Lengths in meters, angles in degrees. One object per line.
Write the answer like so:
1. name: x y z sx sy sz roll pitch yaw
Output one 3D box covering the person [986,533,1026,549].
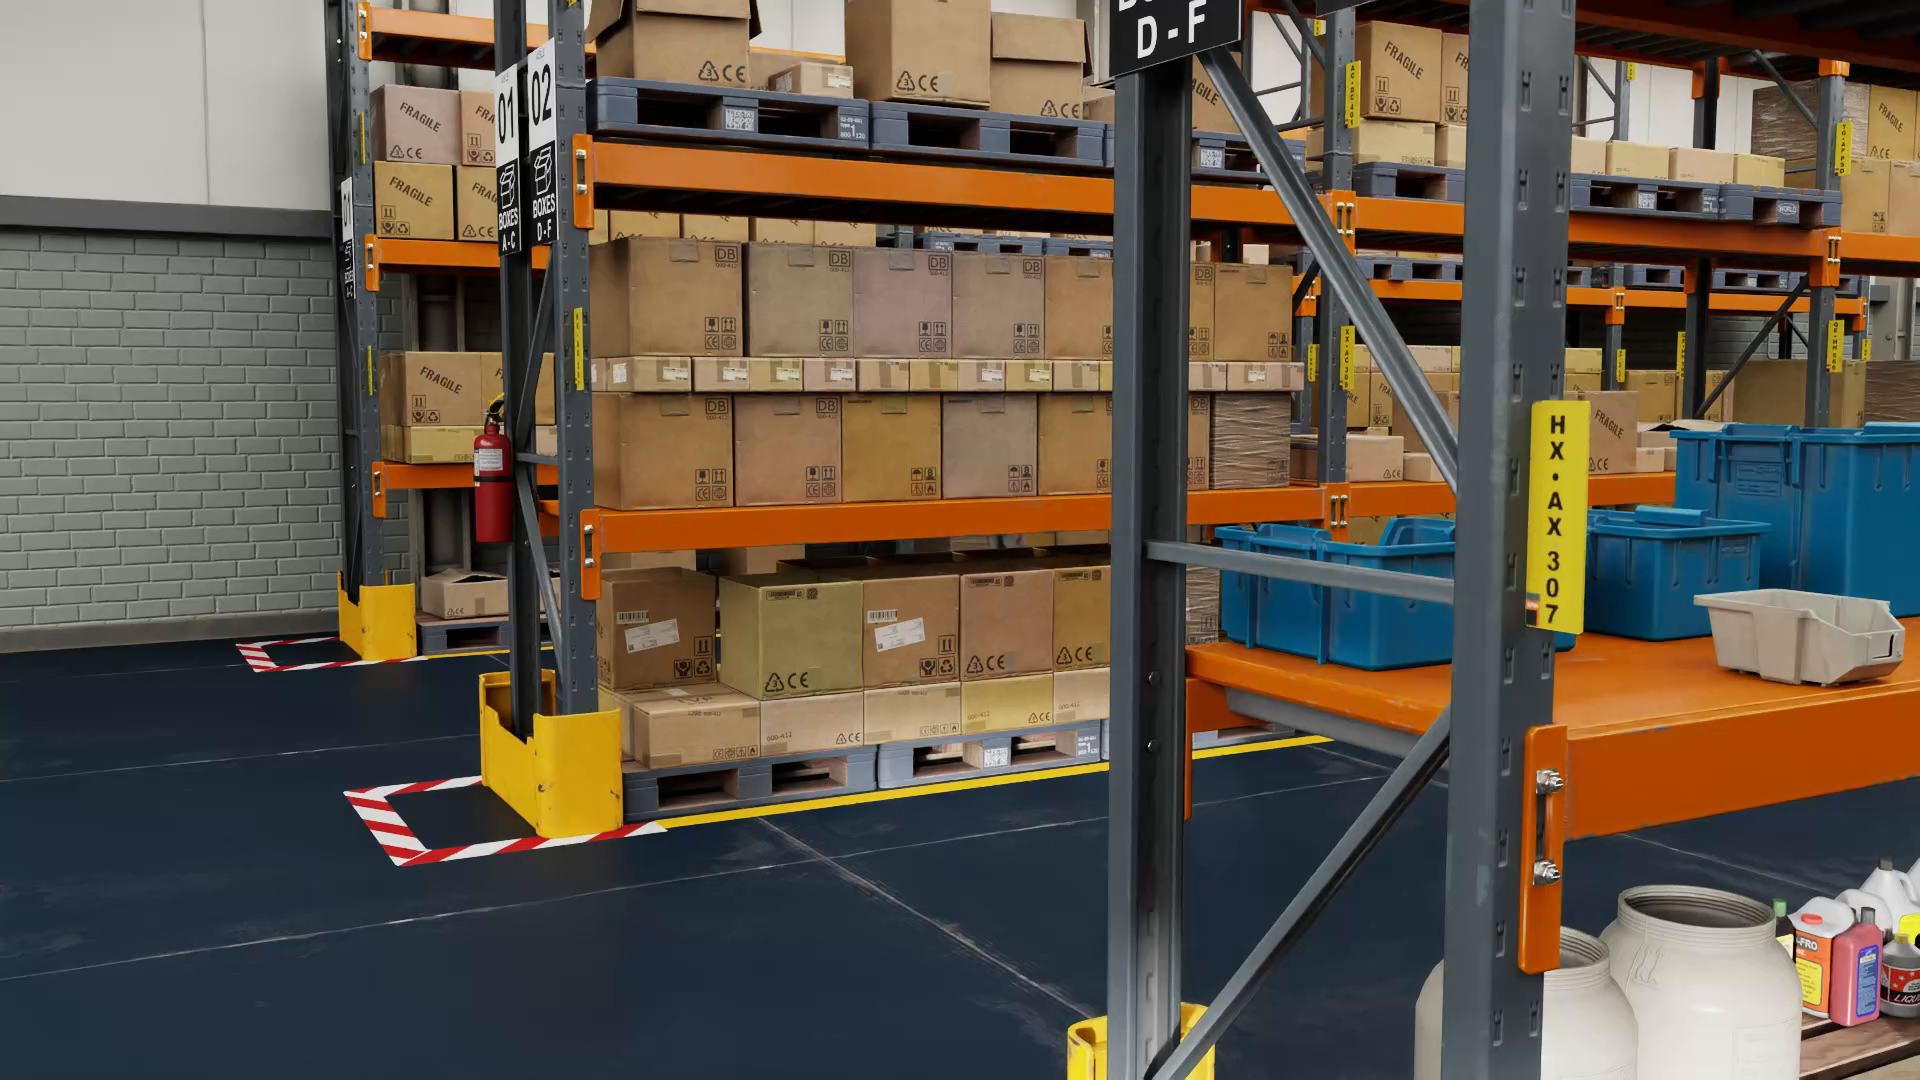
1. person: 0.324 -0.078 12.356 0.419 1.658 0.437 -4 7 -40
